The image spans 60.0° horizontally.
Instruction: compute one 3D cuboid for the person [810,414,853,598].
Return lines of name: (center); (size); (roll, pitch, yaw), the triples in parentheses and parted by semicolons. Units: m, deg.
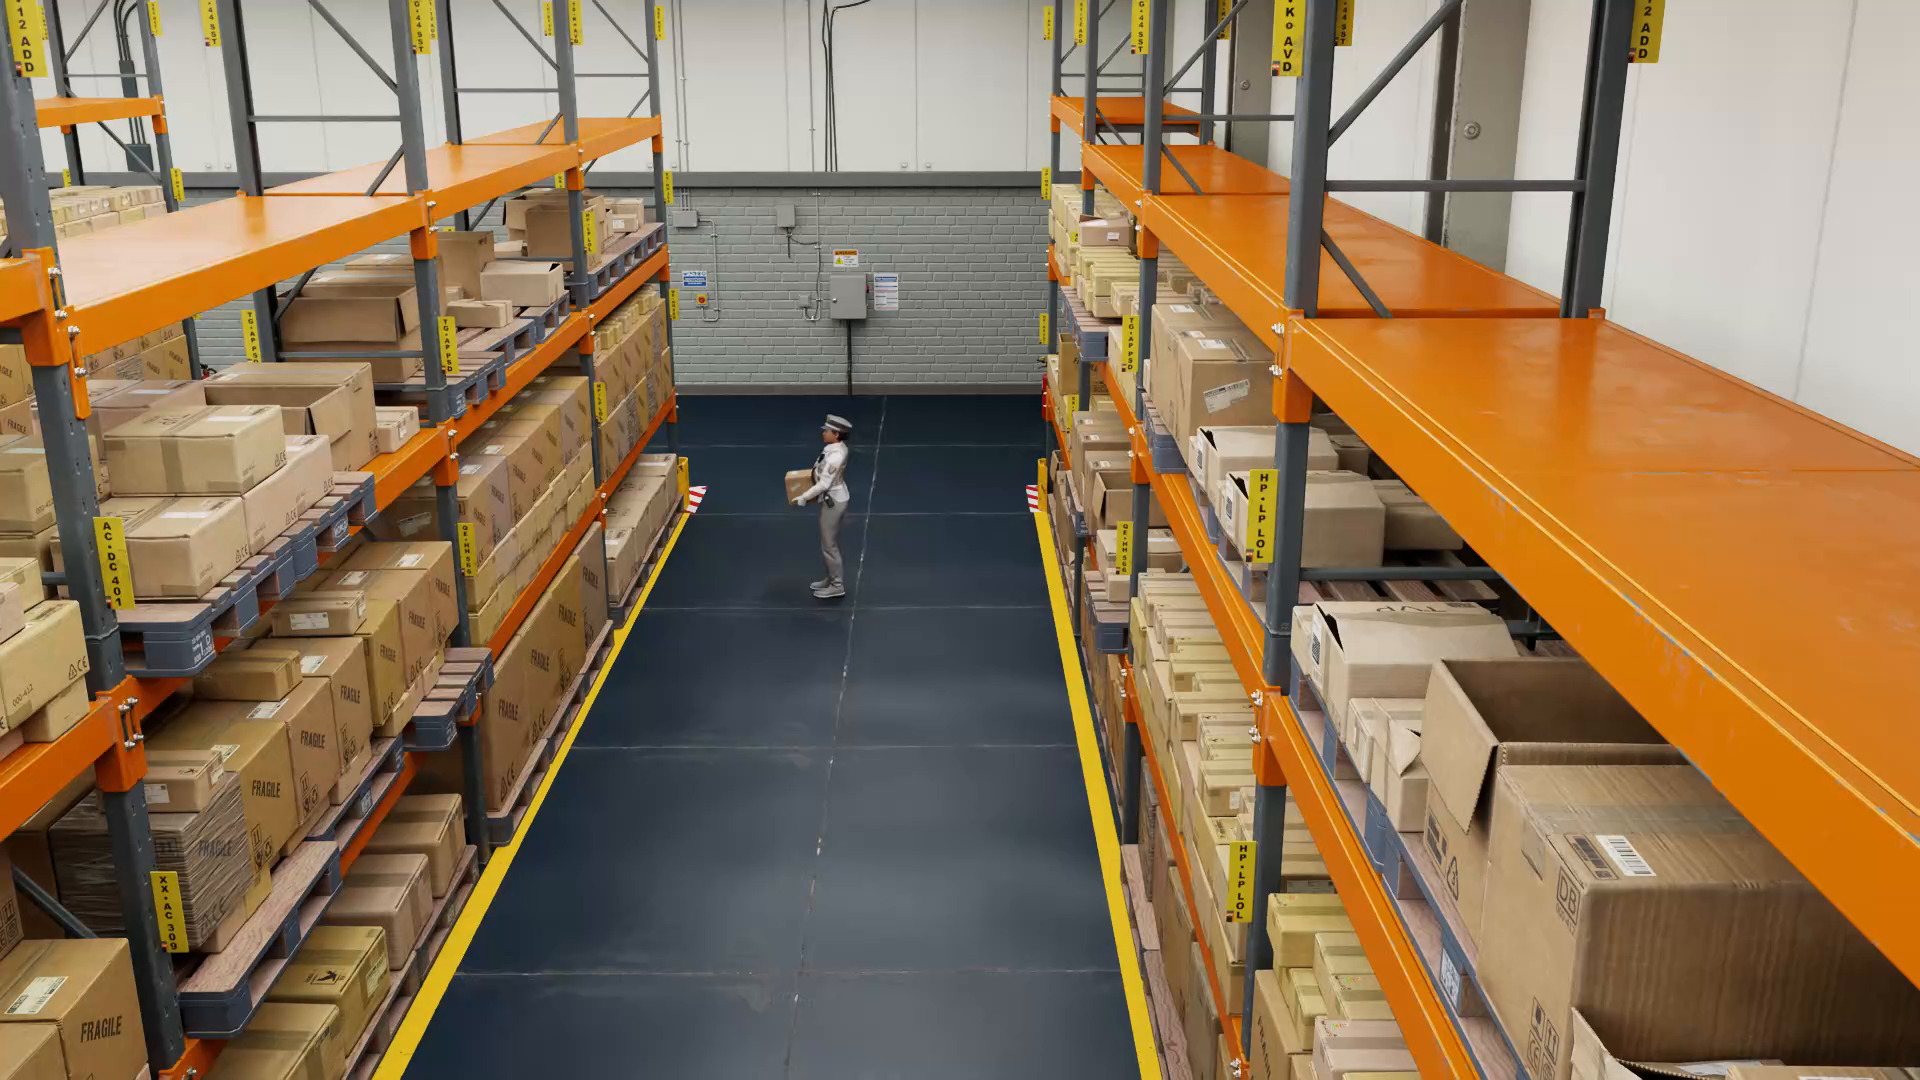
person: (-1.174, -0.321, 15.069); (0.433, 1.687, 0.355); (0, 17, 0)
